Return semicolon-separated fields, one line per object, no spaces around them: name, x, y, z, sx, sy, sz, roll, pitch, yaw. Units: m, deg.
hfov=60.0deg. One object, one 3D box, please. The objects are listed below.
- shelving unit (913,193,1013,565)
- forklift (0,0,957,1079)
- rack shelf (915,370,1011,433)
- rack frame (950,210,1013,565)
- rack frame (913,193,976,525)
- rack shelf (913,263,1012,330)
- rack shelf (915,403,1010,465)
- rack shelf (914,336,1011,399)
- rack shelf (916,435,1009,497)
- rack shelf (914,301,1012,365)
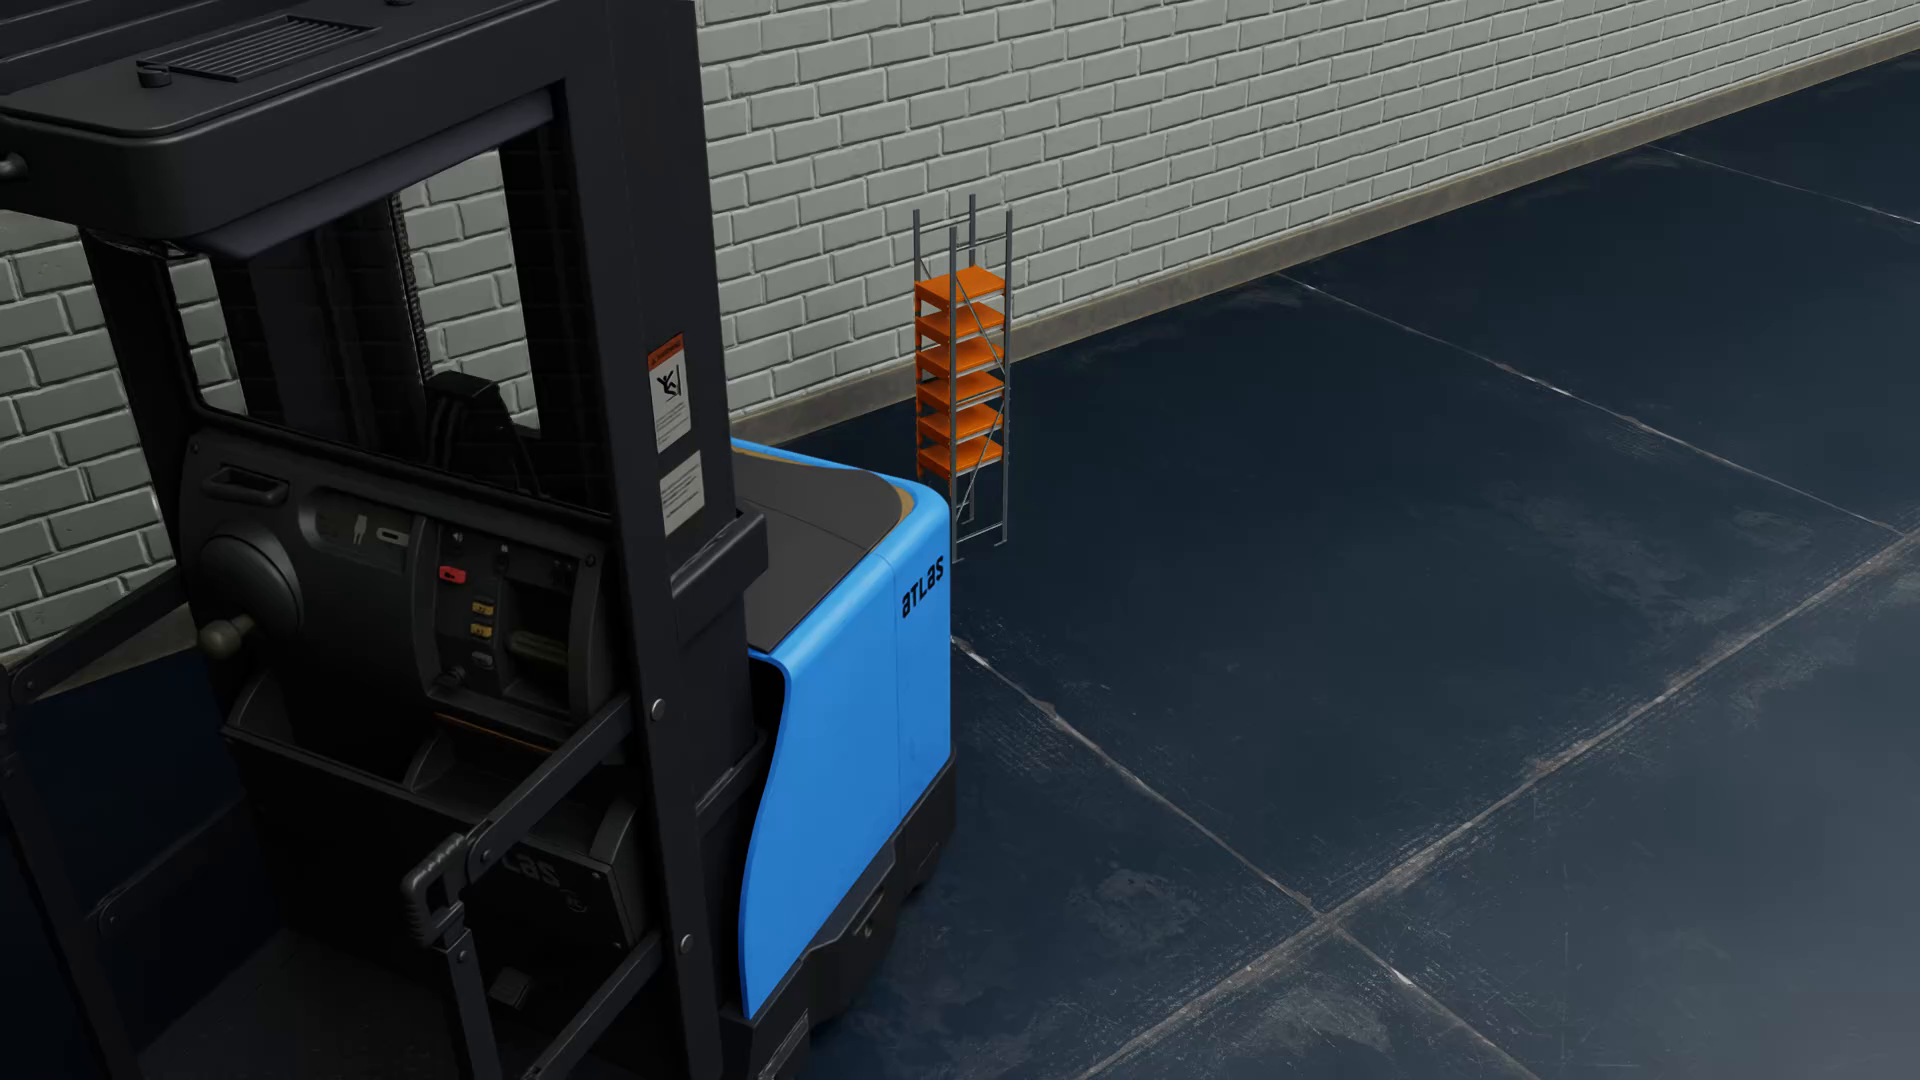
shelving unit;0.009;-0.504;5.424;0.258;1.200;0.189;-22;38;-31
forklift;-1.102;0.136;2.754;1.130;2.935;3.031;14;35;22
rack shelf;0.009;-0.466;5.447;0.258;0.103;0.180;-22;38;-31
rack frame;0.065;-0.466;5.362;0.240;1.200;0.006;-22;38;-31
rack frame;-0.047;-0.542;5.485;0.240;1.200;0.006;-22;38;-31
rack shelf;0.009;-0.772;5.257;0.258;0.103;0.180;-22;38;-31
rack shelf;0.009;-0.364;5.510;0.258;0.103;0.180;-22;38;-31
rack shelf;0.009;-0.568;5.384;0.258;0.103;0.180;-22;38;-31
rack shelf;0.009;-0.262;5.574;0.258;0.103;0.180;-22;38;-31
rack shelf;0.009;-0.670;5.321;0.258;0.103;0.180;-22;38;-31
